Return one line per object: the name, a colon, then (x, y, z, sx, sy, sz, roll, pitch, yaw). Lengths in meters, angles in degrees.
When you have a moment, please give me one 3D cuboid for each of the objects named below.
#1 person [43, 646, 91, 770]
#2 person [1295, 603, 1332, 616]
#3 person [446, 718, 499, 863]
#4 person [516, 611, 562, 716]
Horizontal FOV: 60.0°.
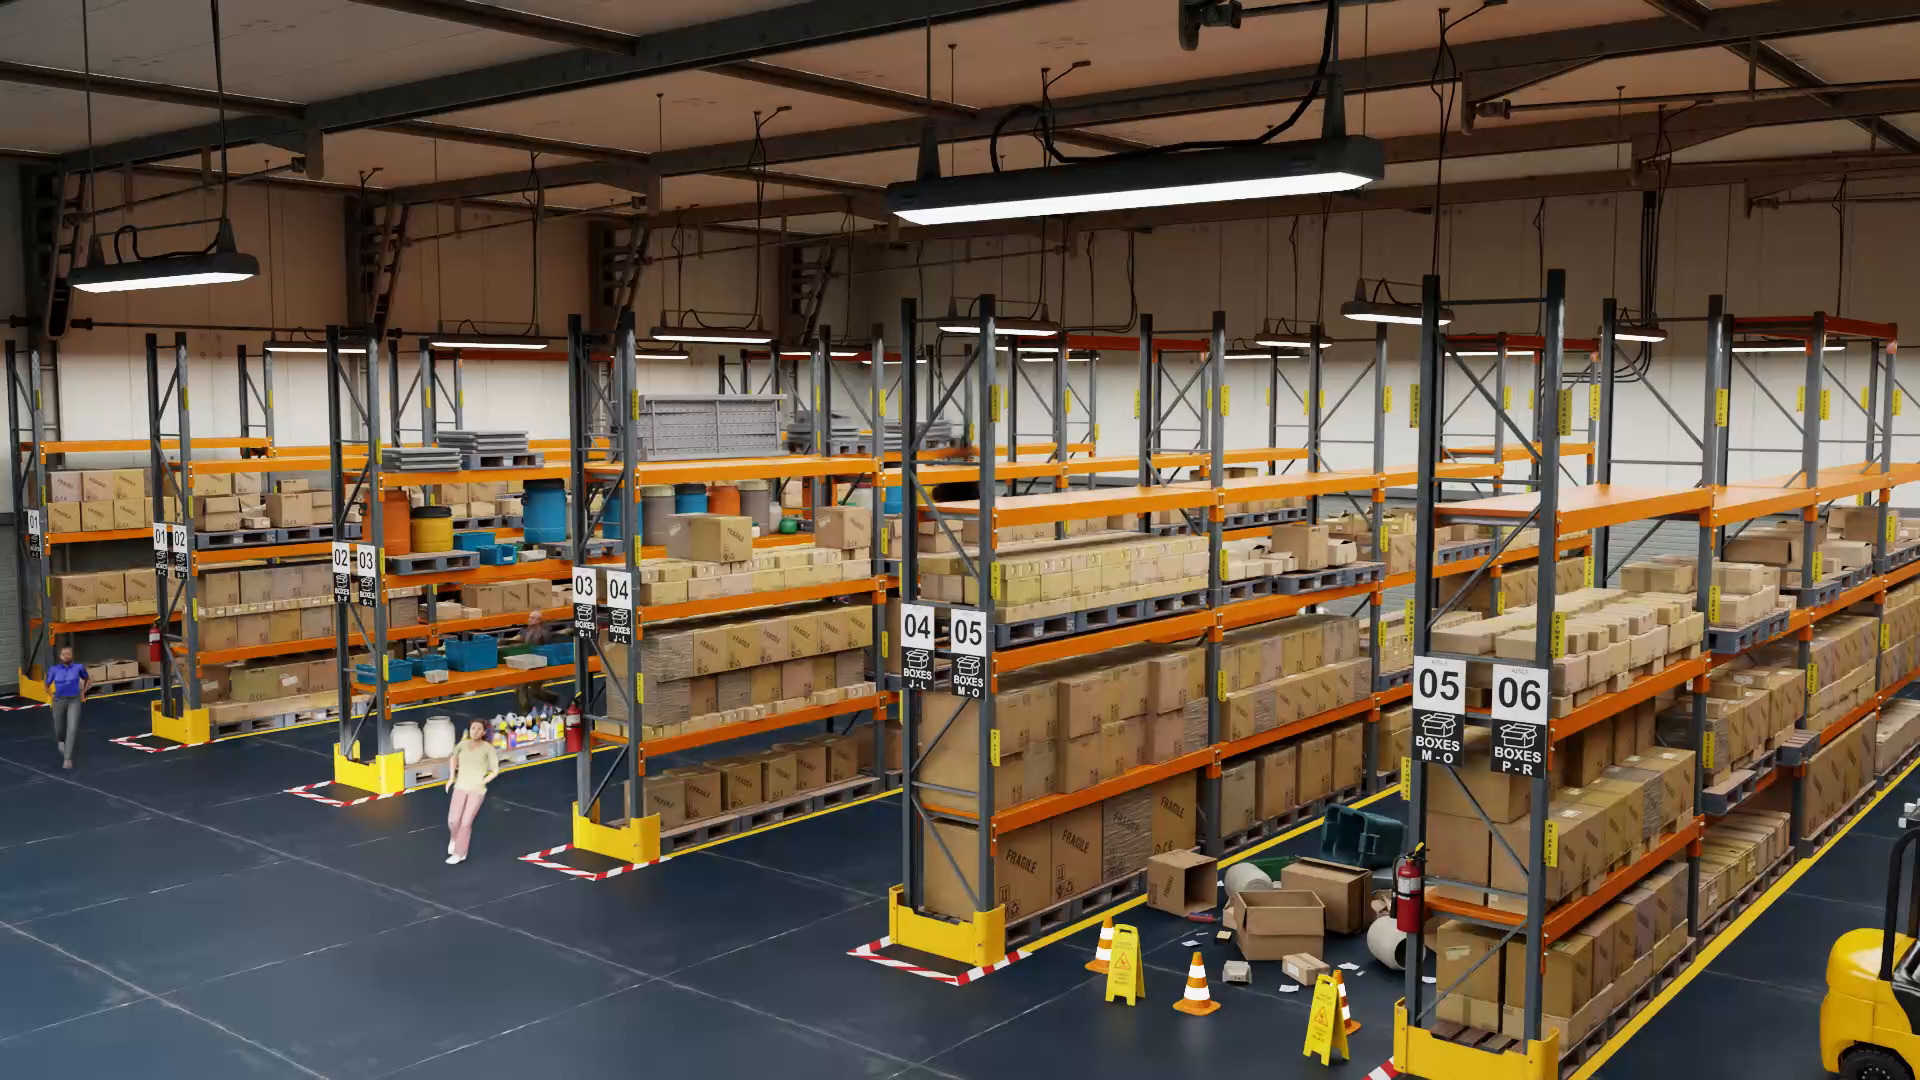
person: (-12.353, 2.292, 23.033, 0.585, 1.662, 0.845, -3, 6, -27)
person: (5.880, 1.767, 27.849, 0.660, 1.825, 0.860, 4, 6, 36)
person: (-5.326, 2.737, 18.077, 0.605, 1.599, 0.546, 0, 5, 1)
person: (-6.610, 1.975, 25.879, 0.716, 1.728, 0.833, 3, 6, 34)
